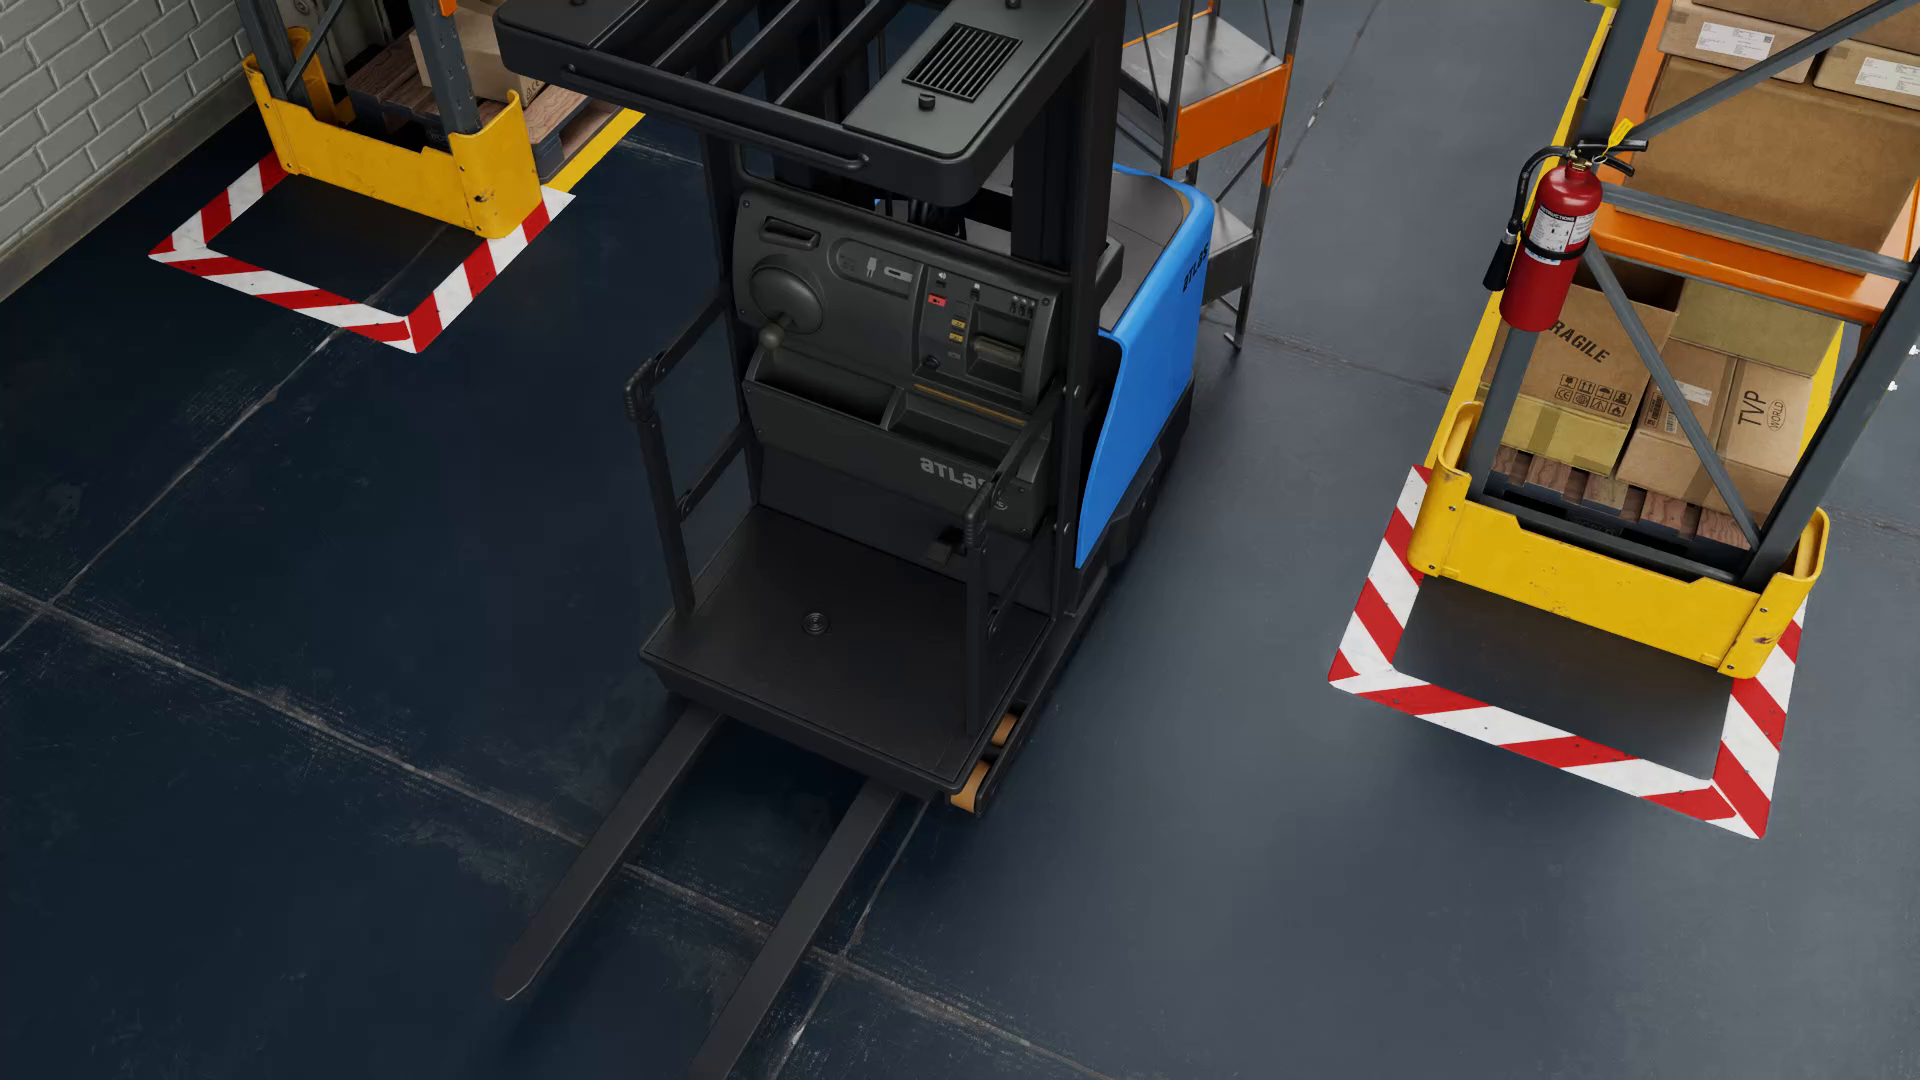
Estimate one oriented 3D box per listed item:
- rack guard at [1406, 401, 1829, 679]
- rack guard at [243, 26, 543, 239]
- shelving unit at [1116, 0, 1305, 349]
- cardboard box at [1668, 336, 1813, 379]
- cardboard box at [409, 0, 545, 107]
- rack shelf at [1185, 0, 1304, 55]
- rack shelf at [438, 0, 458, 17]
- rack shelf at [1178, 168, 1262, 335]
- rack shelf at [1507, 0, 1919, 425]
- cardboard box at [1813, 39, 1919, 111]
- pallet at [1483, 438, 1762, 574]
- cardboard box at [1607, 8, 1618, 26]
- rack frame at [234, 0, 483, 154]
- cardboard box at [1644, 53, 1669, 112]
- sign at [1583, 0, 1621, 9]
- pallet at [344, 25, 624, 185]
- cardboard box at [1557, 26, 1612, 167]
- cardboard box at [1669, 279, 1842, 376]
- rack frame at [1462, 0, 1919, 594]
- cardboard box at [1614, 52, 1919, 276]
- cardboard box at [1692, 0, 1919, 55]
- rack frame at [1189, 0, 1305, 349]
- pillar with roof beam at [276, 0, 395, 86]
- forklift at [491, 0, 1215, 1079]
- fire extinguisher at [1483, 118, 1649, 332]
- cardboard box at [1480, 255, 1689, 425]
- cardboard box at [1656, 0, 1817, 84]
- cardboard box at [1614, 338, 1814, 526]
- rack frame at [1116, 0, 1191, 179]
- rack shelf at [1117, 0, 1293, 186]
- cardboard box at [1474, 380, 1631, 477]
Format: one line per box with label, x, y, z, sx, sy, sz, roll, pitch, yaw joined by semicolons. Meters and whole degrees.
rack guard;2.110;-0.005;5.426;1.175;0.500;0.348;20;52;16
rack guard;-2.327;-1.683;6.854;1.175;0.500;0.348;20;52;16
shelving unit;0.765;-1.433;5.589;0.503;2.100;0.431;-28;55;-22
cardboard box;2.761;-0.719;5.922;0.500;0.250;0.500;20;52;16
cardboard box;-1.983;-2.159;7.094;0.500;0.311;0.500;14;51;12
rack shelf;0.768;-1.876;5.065;0.480;0.518;0.431;-28;55;-22
rack shelf;-1.506;-3.585;7.303;1.077;0.370;4.000;20;52;16
rack shelf;0.762;-0.972;6.133;0.480;0.518;0.431;-28;55;-22
rack shelf;2.975;-1.976;5.934;1.077;0.370;4.000;20;52;16
cardboard box;2.483;-1.274;4.373;0.380;0.149;0.250;19;52;16
pallet;2.409;-0.468;6.010;1.003;0.211;1.213;20;52;16
cardboard box;2.709;-1.823;6.369;0.500;0.500;0.500;20;52;16
rack frame;-2.360;-2.441;5.857;1.000;3.000;0.127;20;52;16
cardboard box;2.552;-1.545;5.029;0.700;0.500;0.500;21;53;17
sign;1.636;-1.470;4.115;0.100;0.325;0.005;20;52;16
pallet;-1.948;-2.138;7.430;1.003;0.211;1.213;20;52;16
cardboard box;2.495;-1.479;6.076;0.500;0.500;0.500;20;52;16
cardboard box;2.763;-0.962;5.636;0.500;0.500;0.500;20;52;16
rack frame;2.121;-0.832;4.488;1.000;3.000;0.127;20;52;16
cardboard box;2.332;-1.181;4.720;0.700;0.500;0.500;20;52;16
cardboard box;2.354;-1.638;4.257;0.700;0.500;0.500;20;52;16
rack frame;0.965;-1.539;5.680;0.015;2.100;0.400;-28;55;-22
pillar with roof beam;1.049;-3.748;3.030;9.100;9.000;0.400;20;52;16
forklift;-0.281;-0.520;4.268;1.130;2.935;3.031;21;53;17
fire extinguisher;1.650;-0.876;4.577;0.296;0.674;0.183;20;52;16
cardboard box;2.081;-0.786;5.486;0.500;0.500;0.500;20;52;16
cardboard box;2.111;-1.399;4.480;0.380;0.149;0.250;19;52;15
cardboard box;2.551;-0.374;5.628;0.500;0.250;0.500;20;52;16
rack frame;0.565;-1.326;5.498;0.015;2.100;0.400;-28;55;-22
rack shelf;0.765;-1.424;5.599;0.480;0.518;0.431;-28;55;-22
cardboard box;2.082;-0.542;5.771;0.500;0.250;0.500;20;52;16
